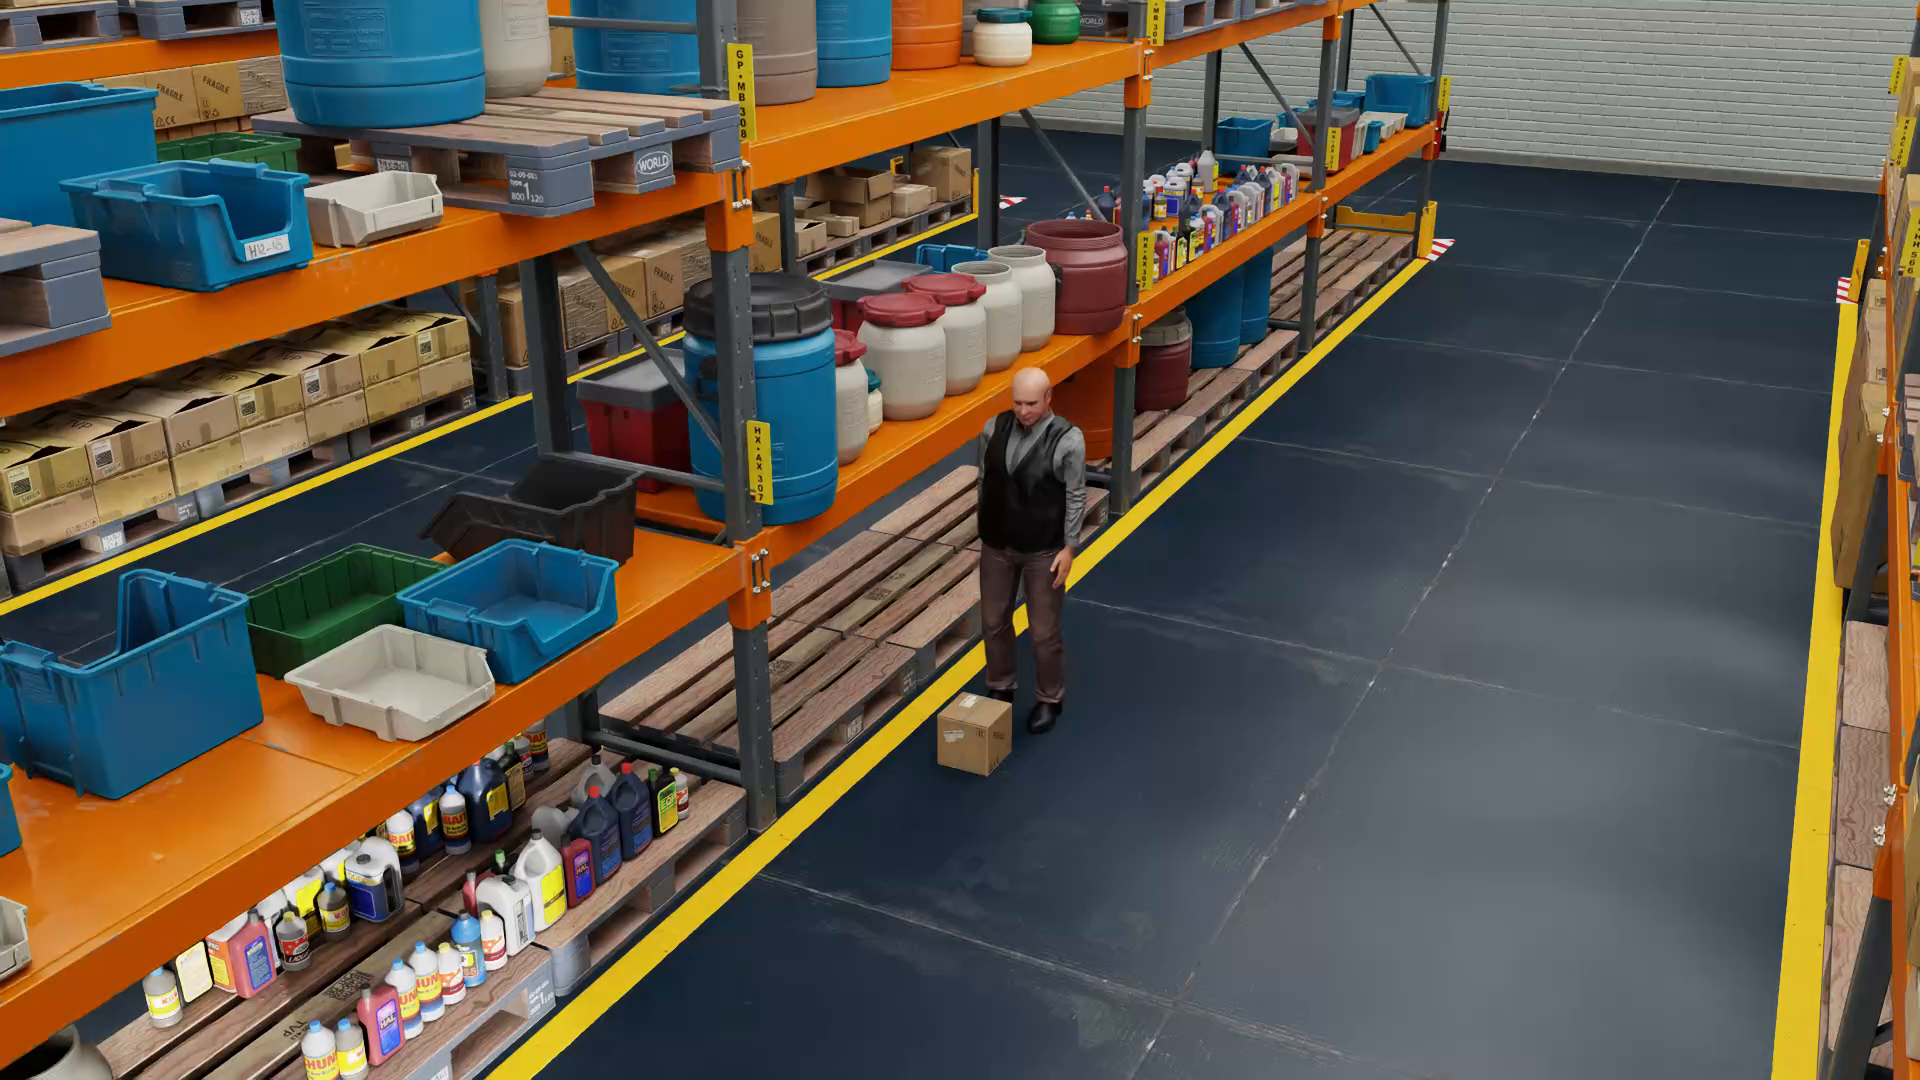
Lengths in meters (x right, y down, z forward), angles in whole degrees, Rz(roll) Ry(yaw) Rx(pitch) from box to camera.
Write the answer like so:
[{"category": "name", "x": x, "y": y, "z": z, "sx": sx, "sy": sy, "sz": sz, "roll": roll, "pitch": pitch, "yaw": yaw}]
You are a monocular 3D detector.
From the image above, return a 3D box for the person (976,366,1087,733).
[{"category": "person", "x": 0.314, "y": 0.036, "z": 7.562, "sx": 0.535, "sy": 1.714, "sz": 0.354, "roll": 12, "pitch": 25, "yaw": 26}]
